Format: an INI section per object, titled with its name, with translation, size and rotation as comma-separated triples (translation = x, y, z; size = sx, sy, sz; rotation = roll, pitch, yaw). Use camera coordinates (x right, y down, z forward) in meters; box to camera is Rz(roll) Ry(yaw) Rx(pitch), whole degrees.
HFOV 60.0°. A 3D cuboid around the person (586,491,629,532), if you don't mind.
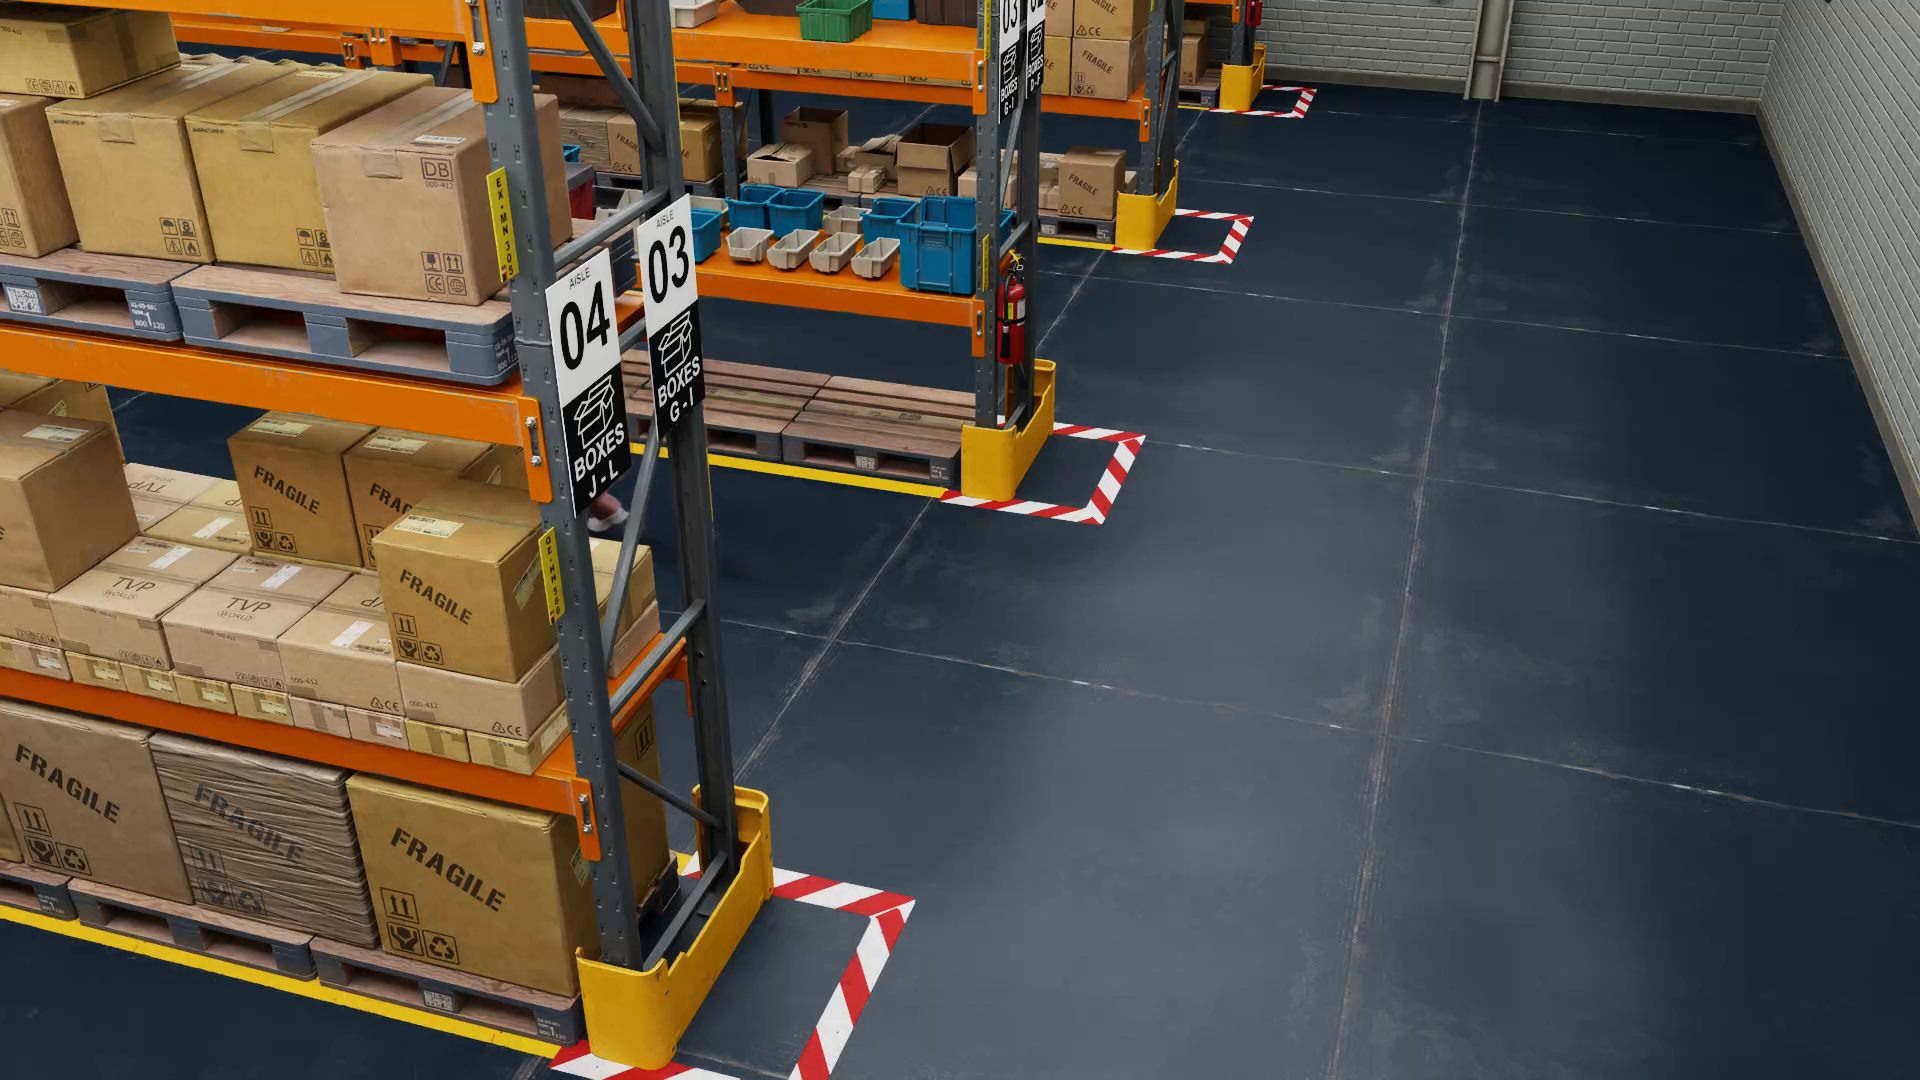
[person]
translation = -2.495, -0.685, 9.720
size = 0.979, 1.623, 0.456
rotation = 3, 29, 5
